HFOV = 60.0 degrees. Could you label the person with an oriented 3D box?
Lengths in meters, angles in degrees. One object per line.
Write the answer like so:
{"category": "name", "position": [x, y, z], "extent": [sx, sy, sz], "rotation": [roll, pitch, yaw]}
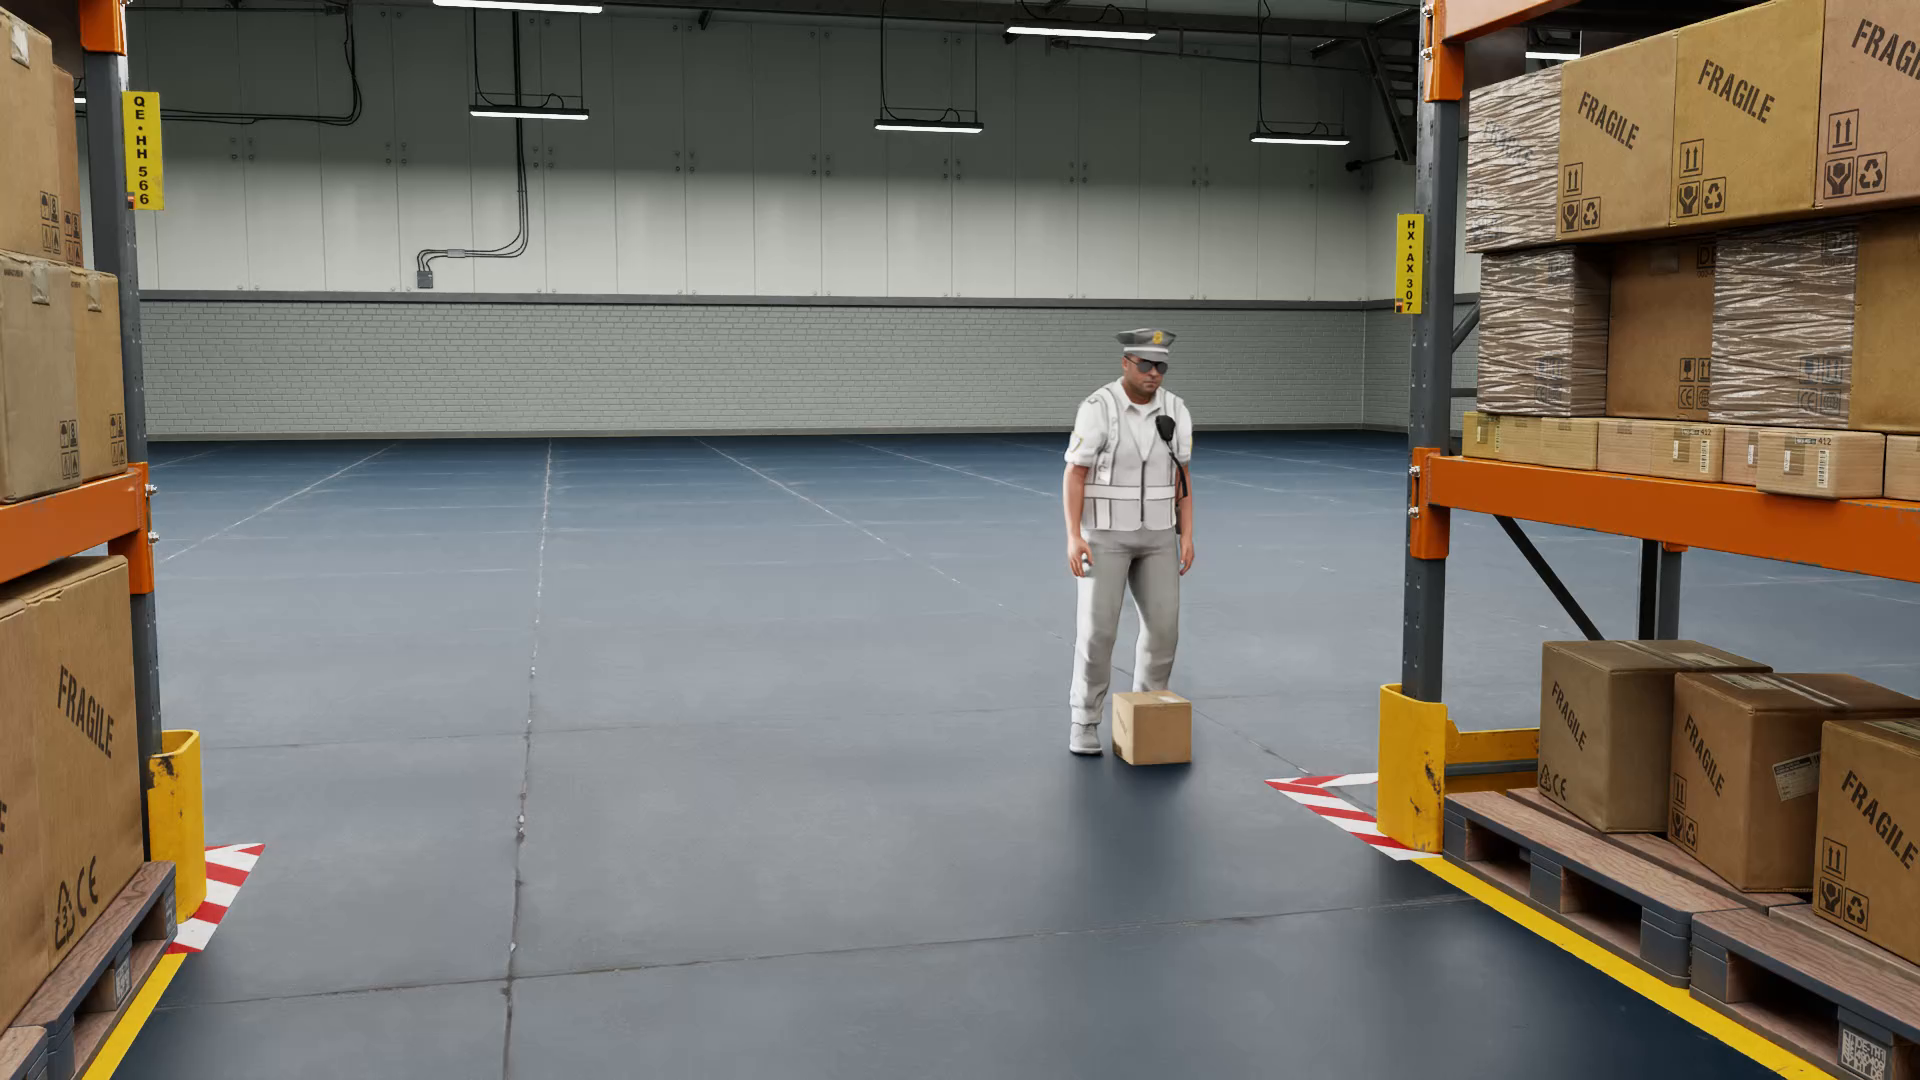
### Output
{"category": "person", "position": [0.709, -0.007, 6.984], "extent": [0.590, 1.746, 0.436], "rotation": [-2, 6, -16]}
